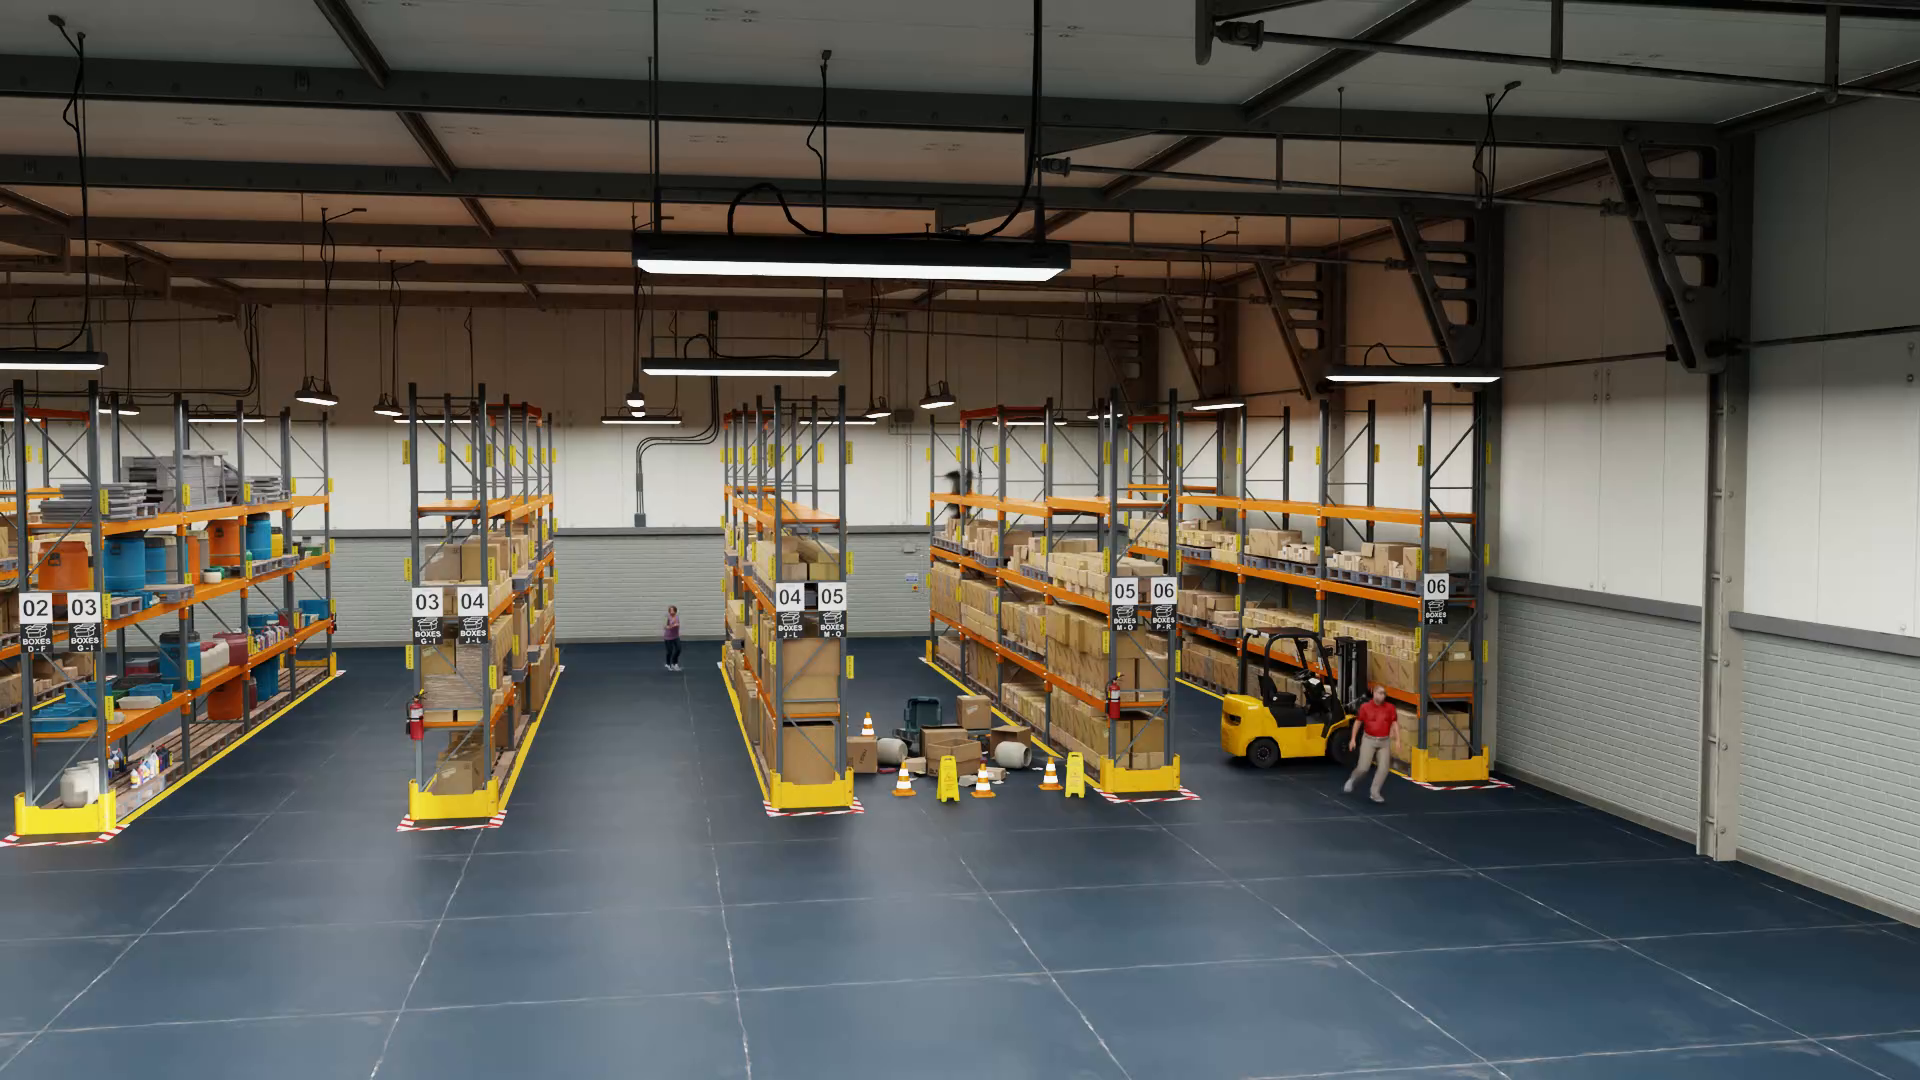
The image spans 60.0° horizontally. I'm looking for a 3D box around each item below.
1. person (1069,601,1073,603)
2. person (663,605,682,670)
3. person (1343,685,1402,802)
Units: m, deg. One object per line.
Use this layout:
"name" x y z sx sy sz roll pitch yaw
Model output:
"person" 2.599 2.113 39.932 0.750 1.727 0.665 1 3 16
"person" -6.690 2.279 38.522 0.512 1.559 0.810 -2 3 -31
"person" 5.980 2.930 24.121 0.715 1.699 0.698 0 3 -4
